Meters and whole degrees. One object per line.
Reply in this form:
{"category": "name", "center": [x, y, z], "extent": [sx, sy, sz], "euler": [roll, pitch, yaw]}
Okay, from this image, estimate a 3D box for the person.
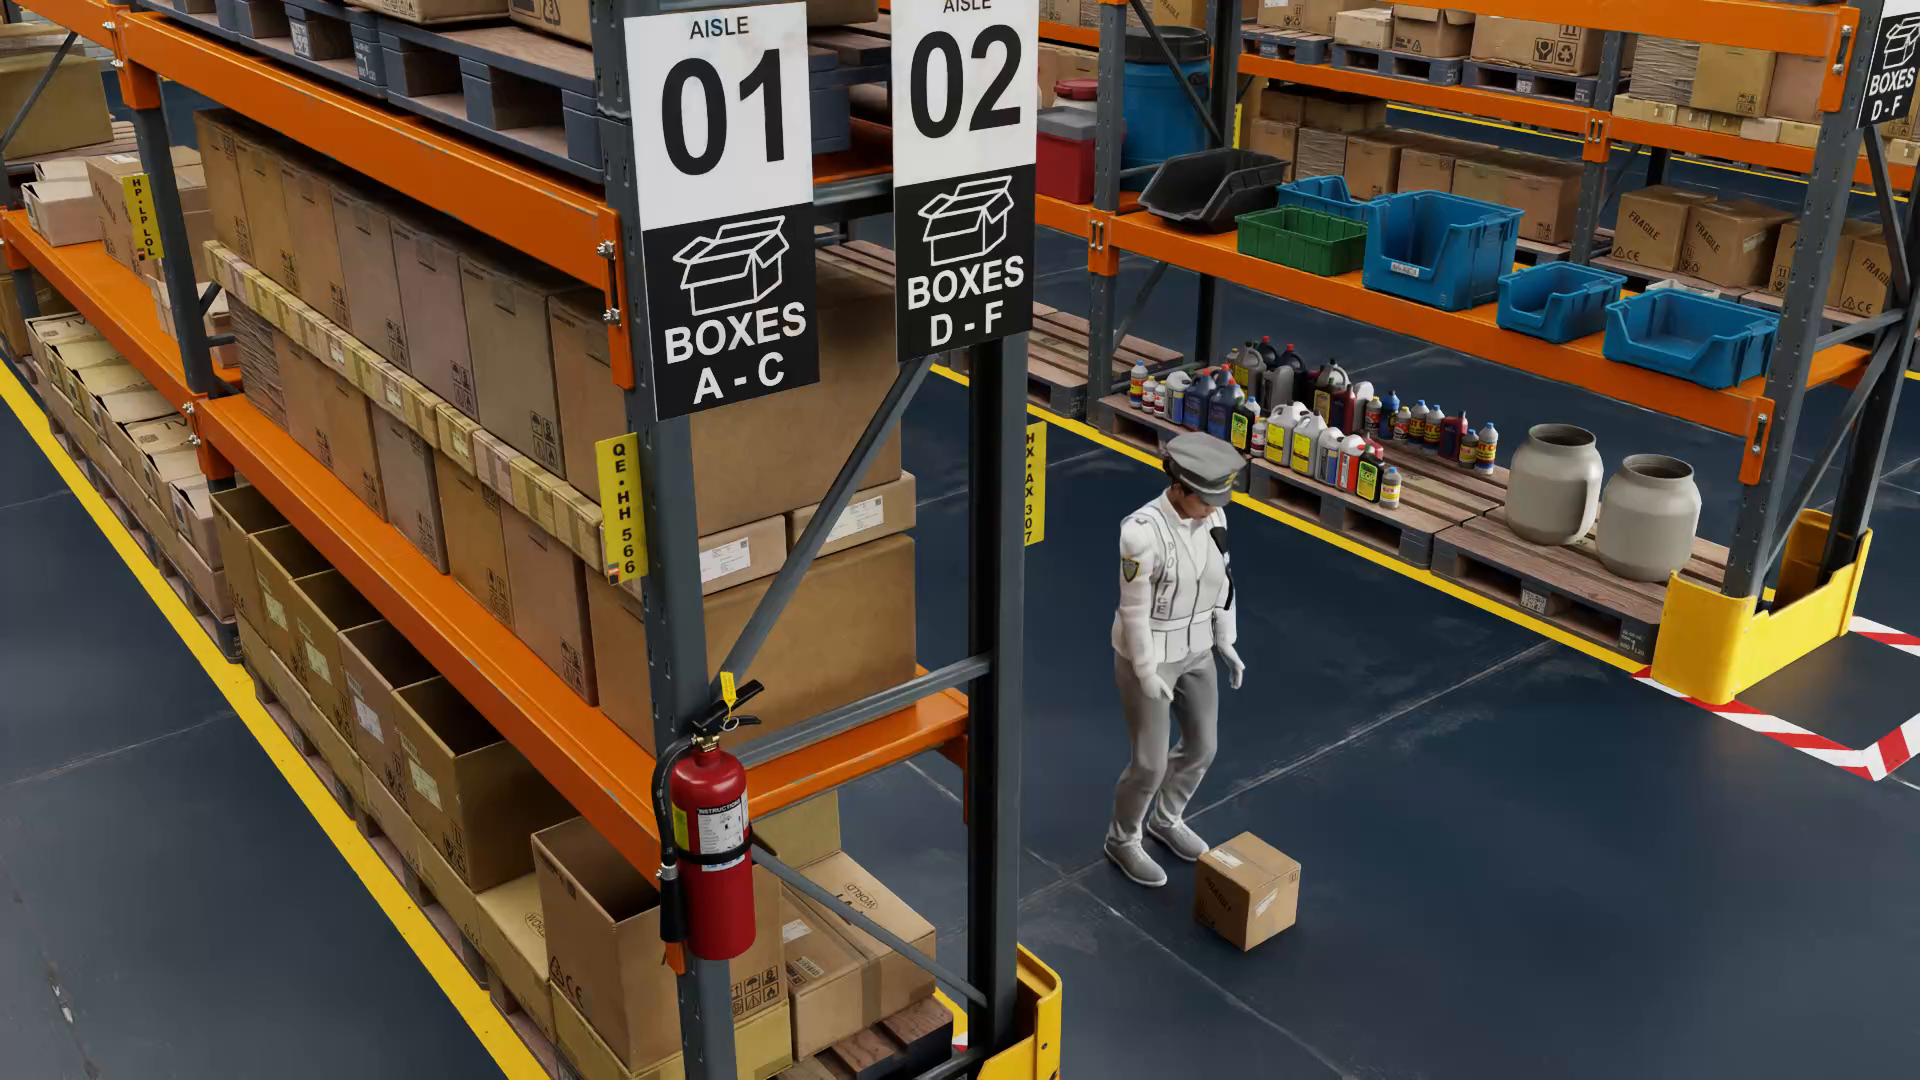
{"category": "person", "center": [0.749, 0.411, 5.754], "extent": [0.488, 1.648, 0.396], "euler": [-17, 30, -33]}
